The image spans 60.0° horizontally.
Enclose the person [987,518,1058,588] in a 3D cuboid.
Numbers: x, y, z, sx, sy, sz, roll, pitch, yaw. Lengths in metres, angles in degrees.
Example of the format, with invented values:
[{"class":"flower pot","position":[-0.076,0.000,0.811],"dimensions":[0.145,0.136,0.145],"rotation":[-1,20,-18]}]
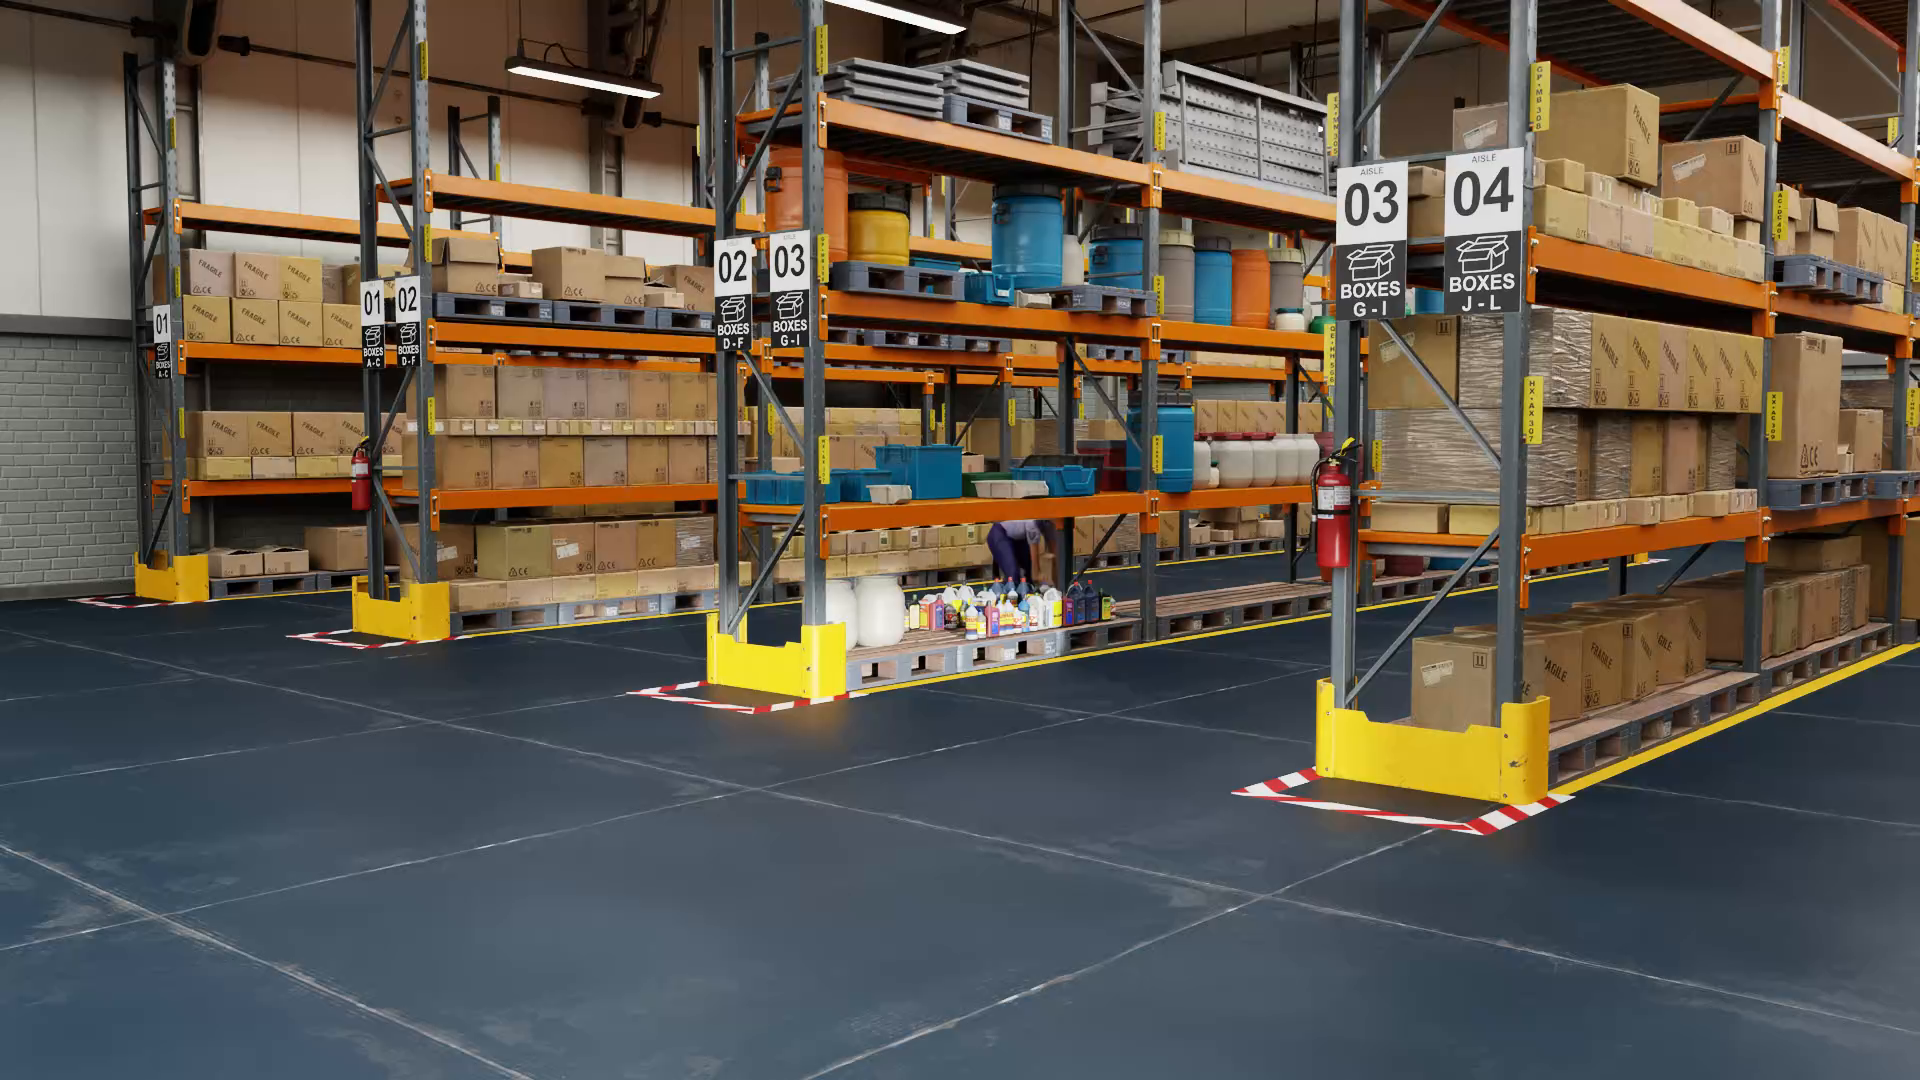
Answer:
[{"class":"person","position":[0.682,0.194,16.353],"dimensions":[0.867,1.170,0.476],"rotation":[3,5,39]}]
